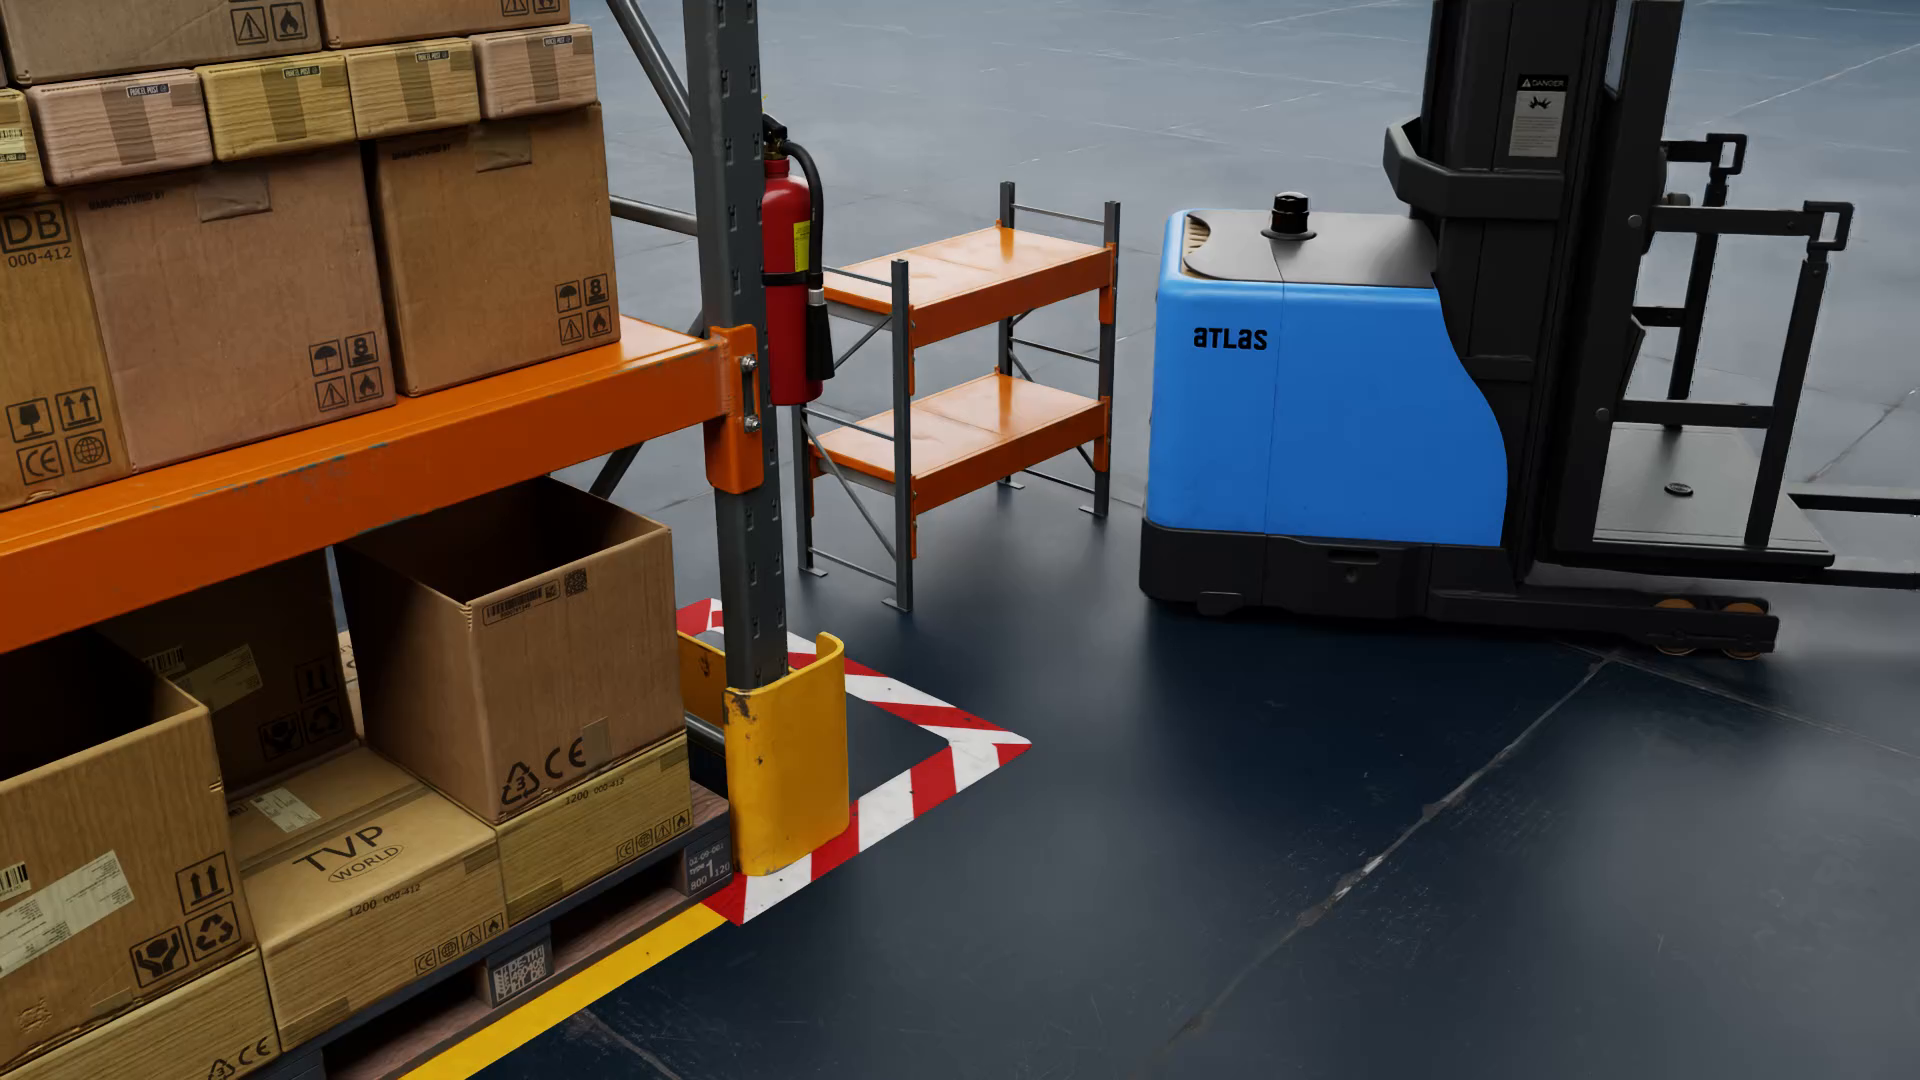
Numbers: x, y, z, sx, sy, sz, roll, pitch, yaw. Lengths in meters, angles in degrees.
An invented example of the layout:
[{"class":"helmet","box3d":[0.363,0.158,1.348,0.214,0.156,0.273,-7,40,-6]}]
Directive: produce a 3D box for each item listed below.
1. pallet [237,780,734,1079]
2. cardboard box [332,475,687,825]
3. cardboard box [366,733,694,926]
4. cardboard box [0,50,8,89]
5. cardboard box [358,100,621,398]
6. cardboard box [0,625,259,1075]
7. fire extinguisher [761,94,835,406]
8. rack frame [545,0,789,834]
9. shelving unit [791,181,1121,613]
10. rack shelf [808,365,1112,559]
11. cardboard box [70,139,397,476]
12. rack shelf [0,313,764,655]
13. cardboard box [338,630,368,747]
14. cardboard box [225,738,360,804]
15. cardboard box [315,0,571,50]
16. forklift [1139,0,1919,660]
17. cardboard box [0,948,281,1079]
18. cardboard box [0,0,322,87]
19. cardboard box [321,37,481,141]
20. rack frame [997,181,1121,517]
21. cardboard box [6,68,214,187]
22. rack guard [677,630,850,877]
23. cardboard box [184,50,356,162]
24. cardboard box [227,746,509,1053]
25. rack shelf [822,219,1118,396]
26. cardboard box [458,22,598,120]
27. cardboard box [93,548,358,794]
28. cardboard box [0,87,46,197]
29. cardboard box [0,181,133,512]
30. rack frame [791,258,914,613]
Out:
[{"class":"pallet","box3d":[-1.295,0.757,3.804,1.003,0.211,1.213,20,31,38]},{"class":"cardboard box","box3d":[-0.952,0.205,3.557,0.500,0.500,0.500,20,31,38]},{"class":"cardboard box","box3d":[-0.954,0.547,3.711,0.500,0.250,0.500,20,31,38]},{"class":"cardboard box","box3d":[-1.855,-0.927,2.444,0.700,0.500,0.500,20,31,38]},{"class":"cardboard box","box3d":[-1.137,-0.667,3.449,0.700,0.500,0.500,20,31,38]},{"class":"cardboard box","box3d":[-1.609,0.514,2.868,0.500,0.500,0.500,20,31,38]},{"class":"fire extinguisher","box3d":[-0.391,-0.634,3.592,0.296,0.674,0.183,20,31,38]},{"class":"rack frame","box3d":[-0.816,-0.760,3.779,1.000,3.000,0.127,20,31,38]},{"class":"shelving unit","box3d":[-0.005,-0.511,5.515,0.538,1.125,1.048,20,31,38]},{"class":"rack shelf","box3d":[-0.005,-0.288,5.615,0.538,0.278,1.000,20,31,38]},{"class":"cardboard box","box3d":[-1.484,-0.506,3.089,0.700,0.500,0.500,21,32,39]},{"class":"rack shelf","box3d":[-2.151,0.177,2.567,1.077,0.370,4.000,20,31,38]},{"class":"cardboard box","box3d":[-1.339,0.406,4.027,0.500,0.250,0.500,20,31,38]},{"class":"cardboard box","box3d":[-1.670,0.559,3.685,0.500,0.250,0.500,20,31,38]},{"class":"cardboard box","box3d":[-1.172,-1.243,3.148,0.700,0.500,0.500,20,31,38]},{"class":"forklift","box3d":[2.126,-1.213,4.873,3.031,2.935,1.130,3,24,7]},{"class":"cardboard box","box3d":[-1.611,0.855,3.023,0.500,0.250,0.500,20,31,38]},{"class":"cardboard box","box3d":[-1.519,-1.081,2.787,0.700,0.500,0.500,19,30,36]},{"class":"cardboard box","box3d":[-1.103,-0.853,3.071,0.380,0.149,0.250,21,32,39]},{"class":"rack frame","box3d":[0.335,-0.666,5.861,0.500,1.125,0.032,20,31,38]},{"class":"cardboard box","box3d":[-1.443,-0.699,2.728,0.380,0.149,0.250,21,31,38]},{"class":"rack guard","box3d":[-0.800,0.373,4.307,1.175,0.500,0.348,20,31,38]},{"class":"cardboard box","box3d":[-1.273,-0.775,2.898,0.380,0.149,0.250,20,31,37]},{"class":"cardboard box","box3d":[-1.278,0.703,3.364,0.500,0.250,0.500,20,31,38]},{"class":"rack shelf","box3d":[-0.005,-0.778,5.396,0.538,0.278,1.000,20,31,38]},{"class":"cardboard box","box3d":[-0.929,-0.933,3.250,0.380,0.149,0.250,20,31,37]},{"class":"cardboard box","box3d":[-1.672,0.216,3.532,0.500,0.500,0.500,20,31,38]},{"class":"cardboard box","box3d":[-1.618,-0.619,2.549,0.380,0.149,0.250,21,32,39]},{"class":"cardboard box","box3d":[-1.819,-0.356,2.755,0.700,0.500,0.500,20,31,38]},{"class":"rack frame","box3d":[-0.344,-0.356,5.170,0.500,1.125,0.032,20,31,38]}]
